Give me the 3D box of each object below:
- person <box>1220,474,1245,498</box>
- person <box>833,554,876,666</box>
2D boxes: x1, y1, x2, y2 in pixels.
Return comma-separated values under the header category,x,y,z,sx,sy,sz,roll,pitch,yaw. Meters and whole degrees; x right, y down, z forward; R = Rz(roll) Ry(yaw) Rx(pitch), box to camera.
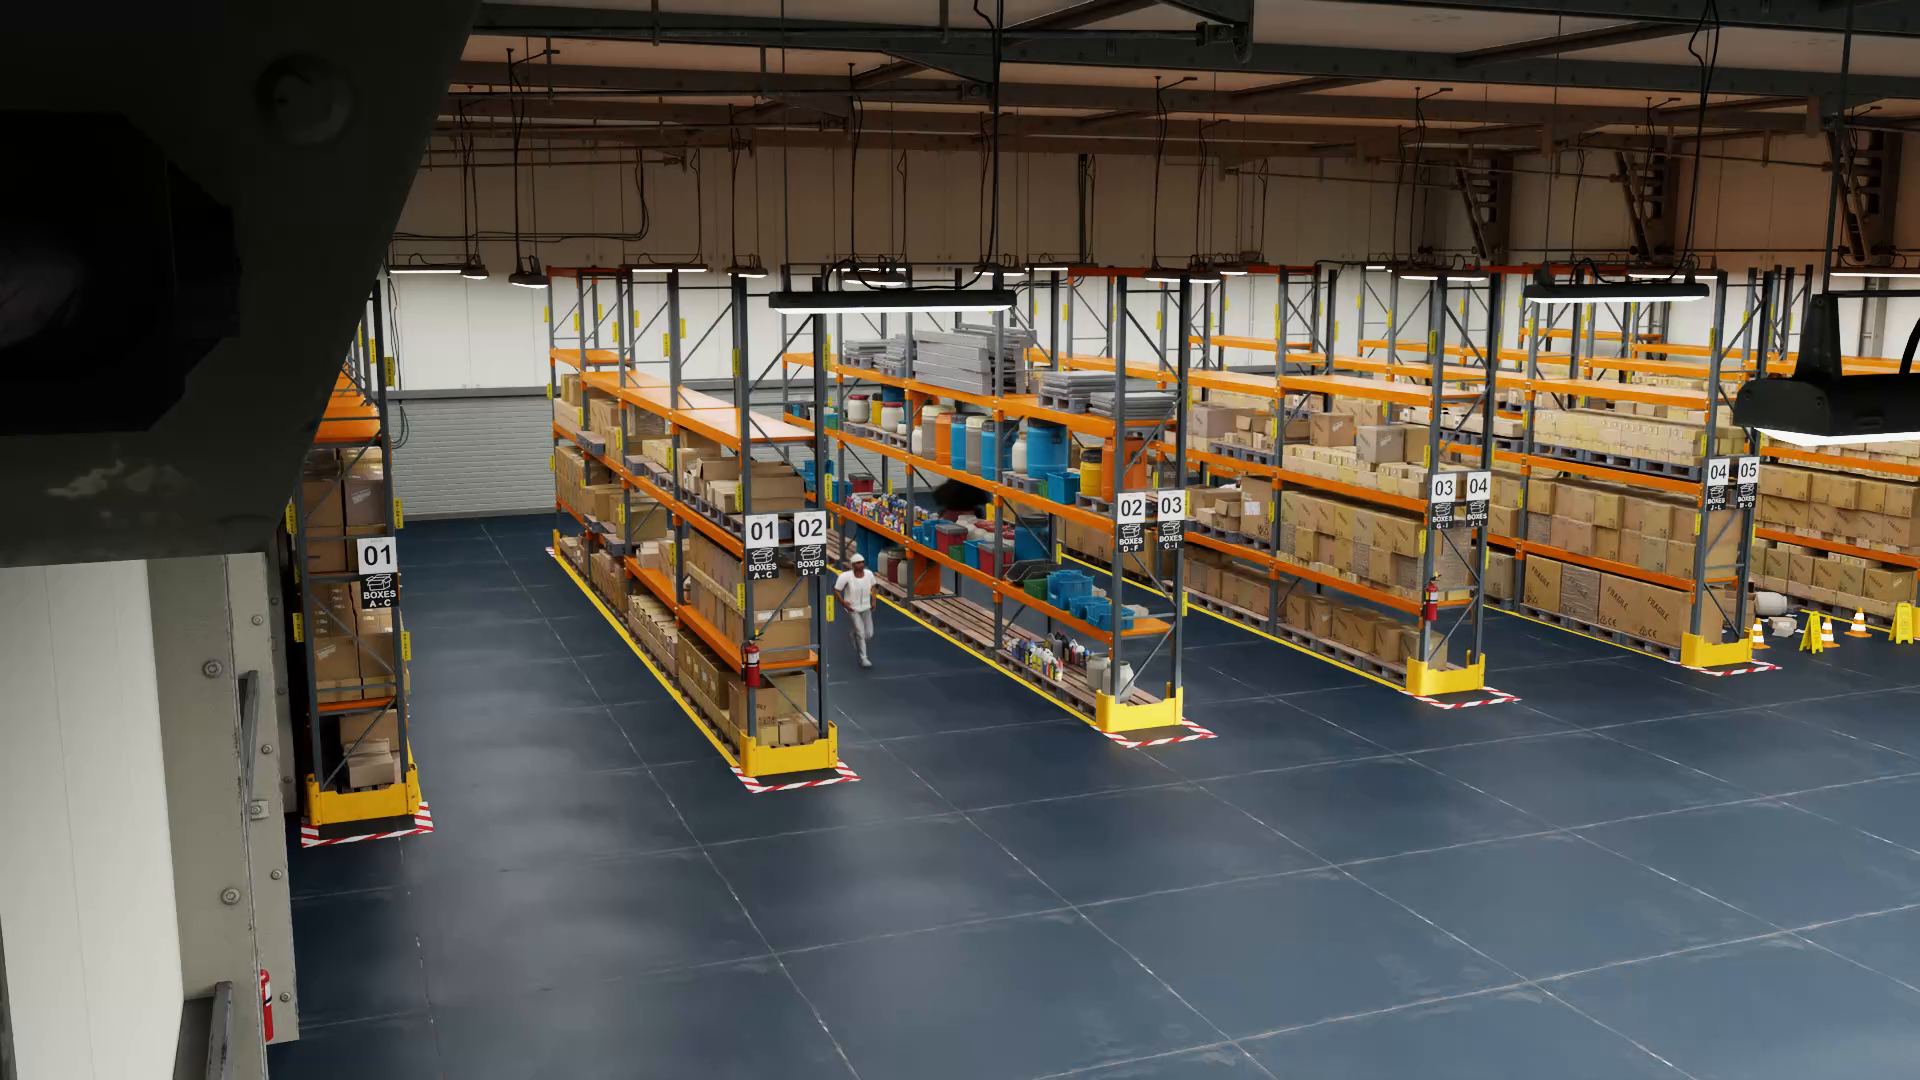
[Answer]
category,x,y,z,sx,sy,sz,roll,pitch,yaw
person,5.849,-0.635,35.508,0.565,1.607,0.853,-3,10,-19
person,-1.576,1.053,25.473,0.722,1.728,0.592,-5,11,-28
